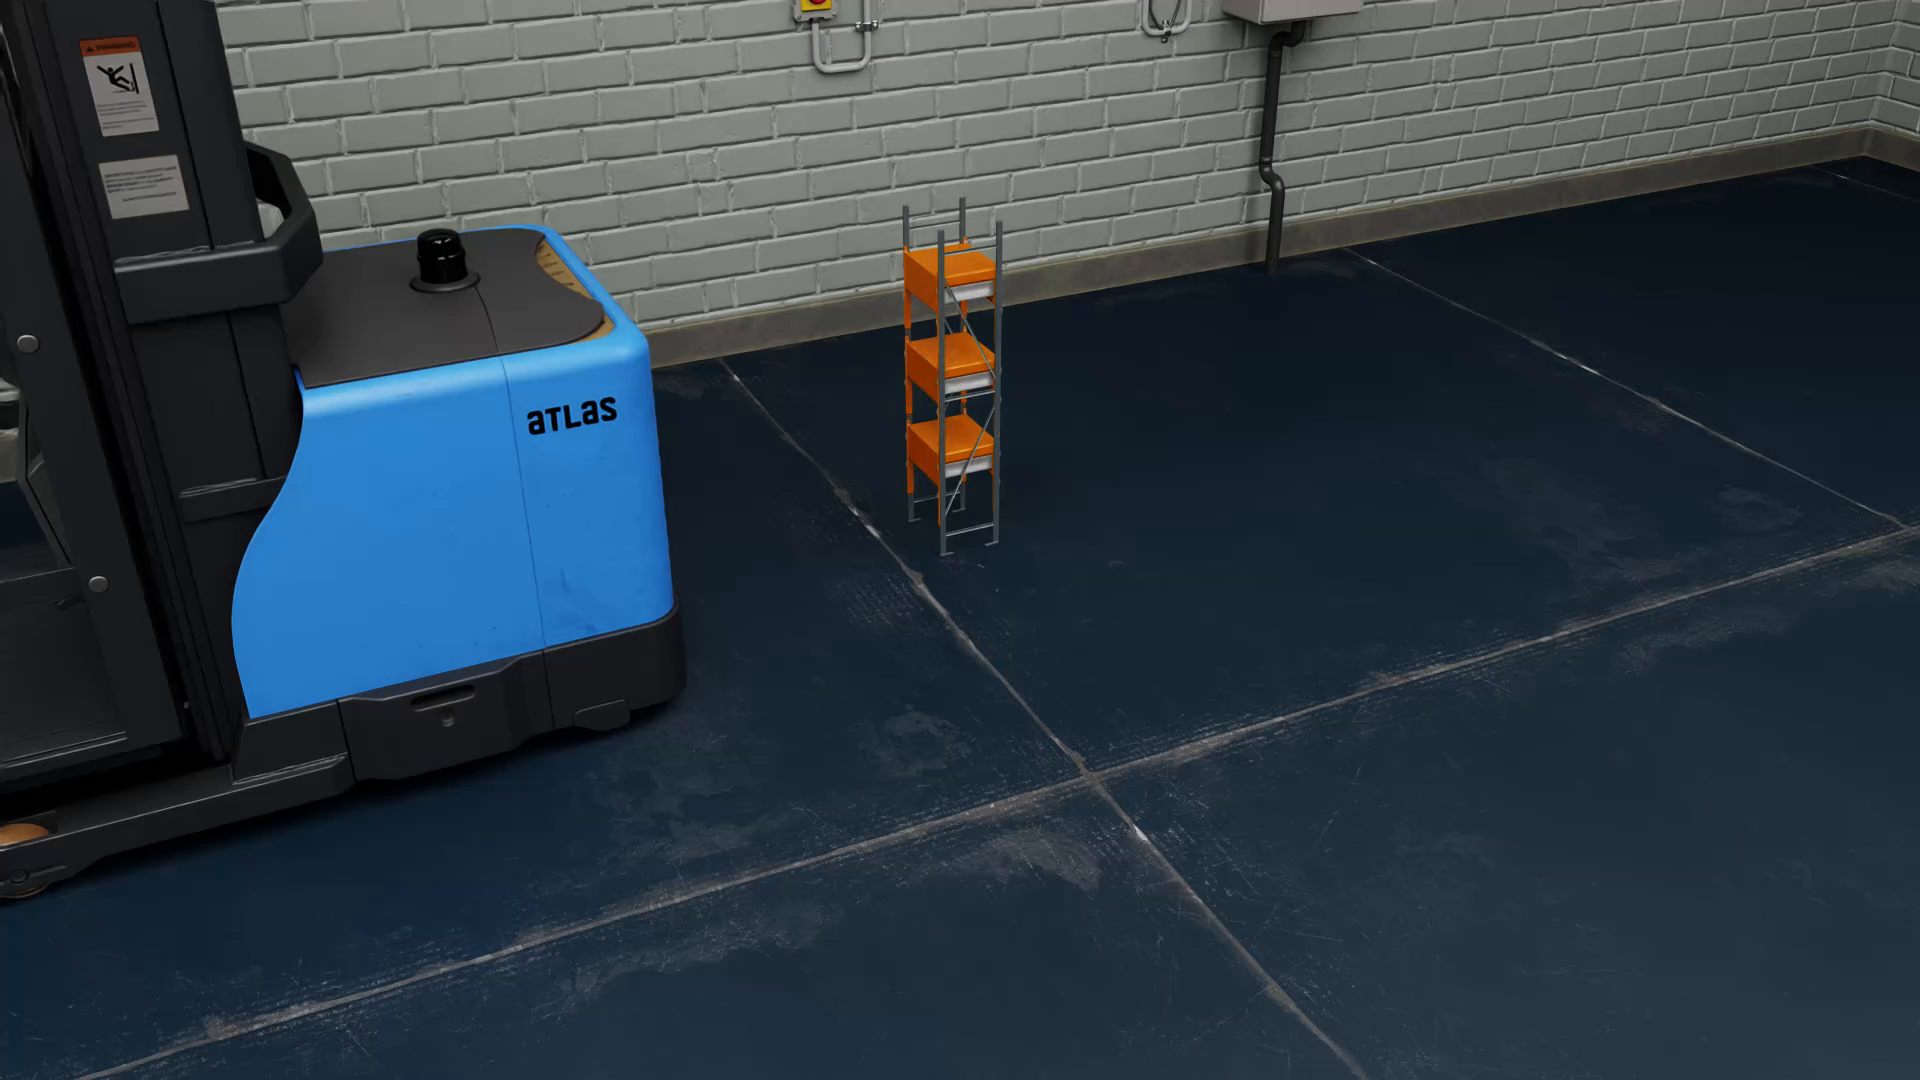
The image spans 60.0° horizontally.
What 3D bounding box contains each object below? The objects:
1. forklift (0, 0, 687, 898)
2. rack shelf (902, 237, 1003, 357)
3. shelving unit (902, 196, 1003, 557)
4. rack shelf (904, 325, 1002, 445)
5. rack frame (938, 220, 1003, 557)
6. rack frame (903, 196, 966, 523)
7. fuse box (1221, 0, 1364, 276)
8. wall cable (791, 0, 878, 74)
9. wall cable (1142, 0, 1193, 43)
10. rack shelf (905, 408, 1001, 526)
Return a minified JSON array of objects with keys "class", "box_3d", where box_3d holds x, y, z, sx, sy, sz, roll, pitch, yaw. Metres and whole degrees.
[{"class":"forklift","box_3d":[-2.283,-0.716,3.531,3.031,2.935,1.130,-13,32,-23]},{"class":"rack shelf","box_3d":[-0.023,-0.720,4.902,0.215,0.259,0.240,-13,32,-22]},{"class":"shelving unit","box_3d":[-0.023,-0.482,5.035,0.215,1.050,0.252,-13,32,-22]},{"class":"rack shelf","box_3d":[-0.023,-0.472,5.041,0.215,0.259,0.240,-13,32,-22]},{"class":"rack frame","box_3d":[0.029,-0.428,4.939,0.200,1.050,0.008,-13,32,-22]},{"class":"rack frame","box_3d":[-0.075,-0.535,5.132,0.200,1.050,0.008,-13,32,-22]},{"class":"fuse box","box_3d":[1.409,-1.915,6.916,0.539,1.711,0.414,-13,32,-22]},{"class":"wall cable","box_3d":[-0.551,-2.558,5.673,0.585,1.953,0.123,-13,32,-22]},{"class":"wall cable","box_3d":[0.725,-2.847,6.221,0.588,1.984,0.122,-13,32,-22]},{"class":"rack shelf","box_3d":[-0.023,-0.230,5.177,0.215,0.259,0.240,-13,32,-22]}]
